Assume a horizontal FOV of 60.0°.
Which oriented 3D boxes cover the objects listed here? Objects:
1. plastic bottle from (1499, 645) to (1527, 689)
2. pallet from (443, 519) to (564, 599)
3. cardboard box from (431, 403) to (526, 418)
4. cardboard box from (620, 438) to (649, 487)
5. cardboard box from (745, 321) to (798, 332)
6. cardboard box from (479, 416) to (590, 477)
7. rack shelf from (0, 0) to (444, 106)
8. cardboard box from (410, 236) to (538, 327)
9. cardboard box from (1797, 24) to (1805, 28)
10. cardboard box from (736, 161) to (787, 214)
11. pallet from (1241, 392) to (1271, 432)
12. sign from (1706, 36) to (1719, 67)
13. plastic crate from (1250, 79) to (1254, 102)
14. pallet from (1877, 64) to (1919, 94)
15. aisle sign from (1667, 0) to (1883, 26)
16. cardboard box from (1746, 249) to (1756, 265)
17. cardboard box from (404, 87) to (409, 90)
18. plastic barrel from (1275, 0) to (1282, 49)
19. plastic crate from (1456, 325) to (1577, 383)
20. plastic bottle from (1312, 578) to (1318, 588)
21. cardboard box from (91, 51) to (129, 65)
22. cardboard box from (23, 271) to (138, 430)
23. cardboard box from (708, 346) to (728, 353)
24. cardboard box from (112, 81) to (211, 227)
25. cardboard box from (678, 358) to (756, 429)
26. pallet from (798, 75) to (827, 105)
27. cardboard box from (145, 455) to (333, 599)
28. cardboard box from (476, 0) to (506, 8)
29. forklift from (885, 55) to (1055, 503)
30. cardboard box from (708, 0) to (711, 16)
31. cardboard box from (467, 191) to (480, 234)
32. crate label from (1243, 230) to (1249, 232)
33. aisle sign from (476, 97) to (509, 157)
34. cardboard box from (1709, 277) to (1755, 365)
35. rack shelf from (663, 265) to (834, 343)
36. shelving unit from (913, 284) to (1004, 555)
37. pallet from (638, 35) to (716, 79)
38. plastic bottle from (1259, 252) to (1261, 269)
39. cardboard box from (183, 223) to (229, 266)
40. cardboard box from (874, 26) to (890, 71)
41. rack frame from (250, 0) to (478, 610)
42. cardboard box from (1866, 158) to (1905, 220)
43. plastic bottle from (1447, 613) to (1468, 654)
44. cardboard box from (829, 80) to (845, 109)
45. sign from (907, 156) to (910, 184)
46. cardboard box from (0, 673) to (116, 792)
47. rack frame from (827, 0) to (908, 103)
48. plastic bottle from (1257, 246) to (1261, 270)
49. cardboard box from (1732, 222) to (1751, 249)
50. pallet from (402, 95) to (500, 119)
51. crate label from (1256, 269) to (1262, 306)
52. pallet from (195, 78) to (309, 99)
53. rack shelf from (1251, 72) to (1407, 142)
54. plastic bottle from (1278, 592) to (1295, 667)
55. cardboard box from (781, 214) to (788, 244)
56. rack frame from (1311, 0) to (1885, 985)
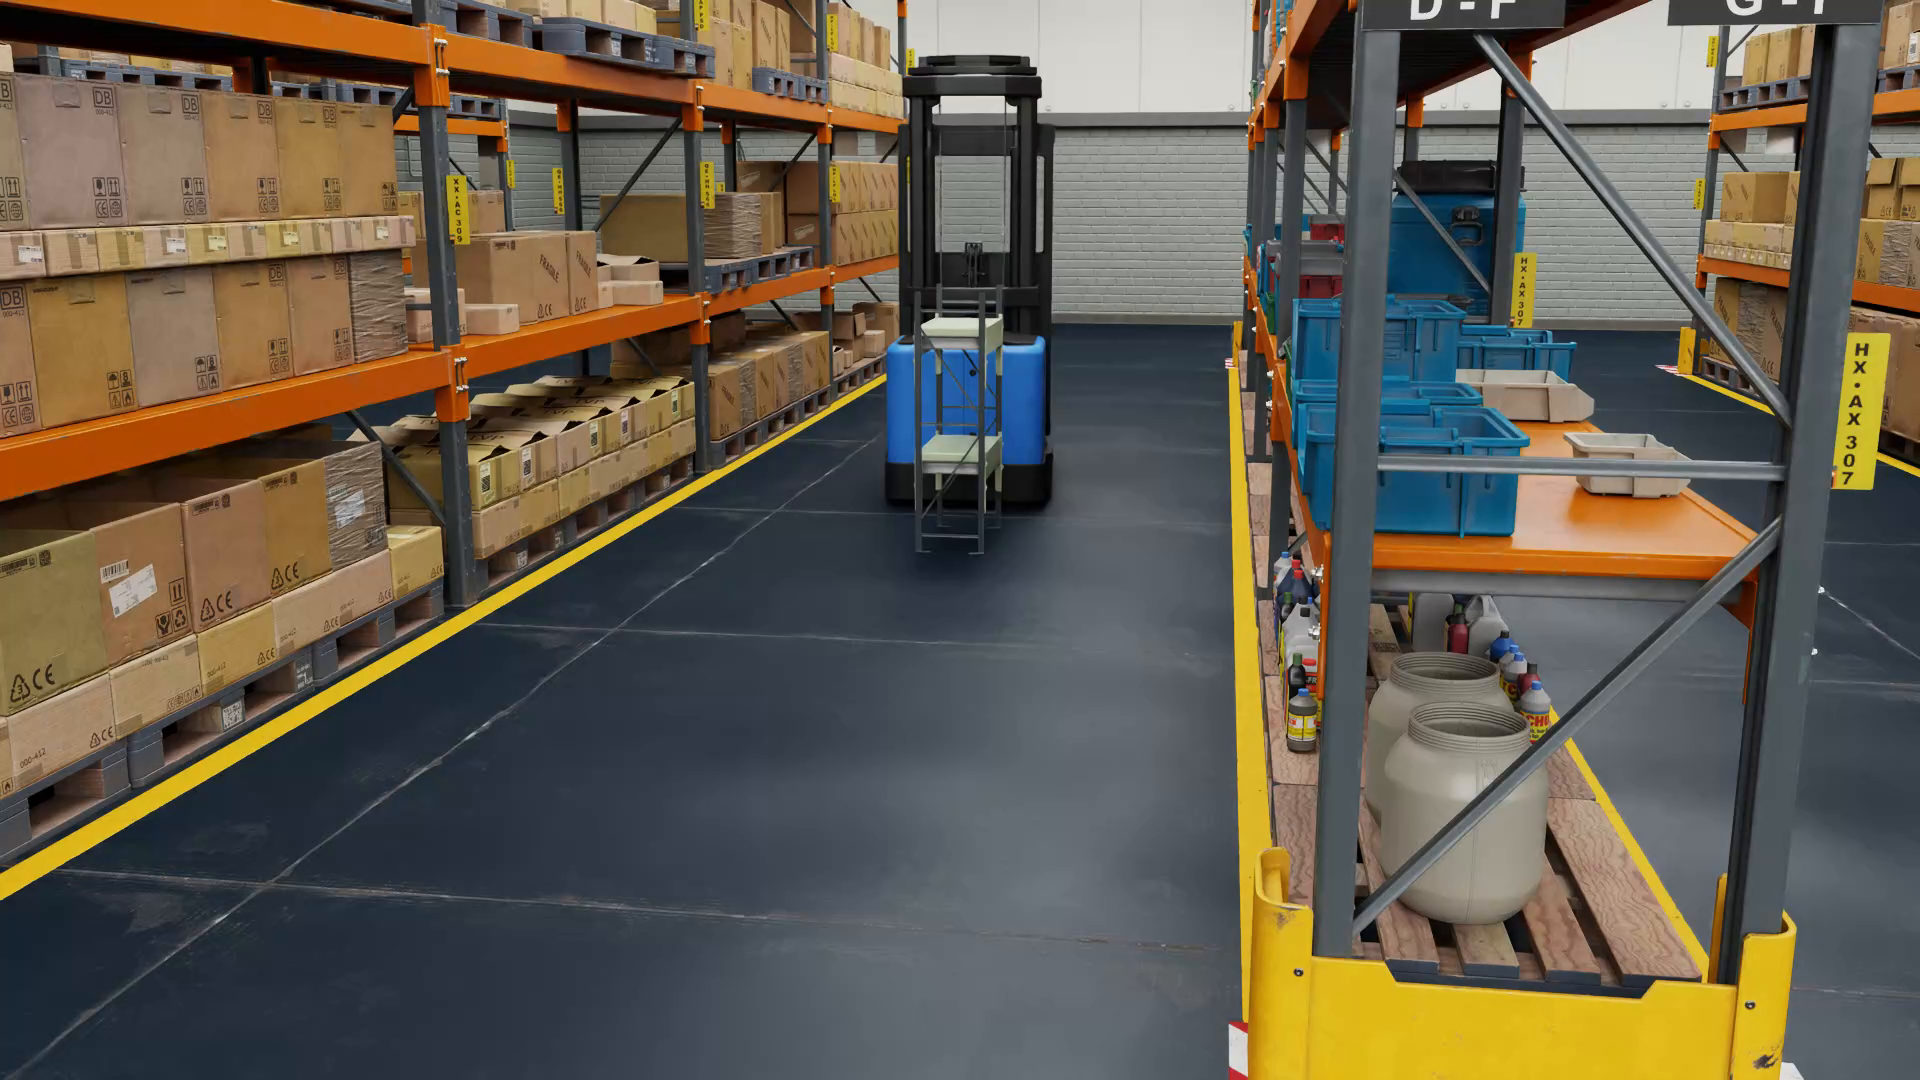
[{"bbox_3d":[1.971,0.510,5.941,0.097,0.271,0.097,0,12,0],"label":"plastic bottle"},{"bbox_3d":[-2.888,0.065,9.191,1.003,0.211,1.213,2,12,9],"label":"pallet"},{"bbox_3d":[-2.950,-0.689,10.270,0.500,0.311,0.500,2,12,8],"label":"cardboard box"},{"bbox_3d":[-2.344,-0.508,10.760,0.500,0.250,0.500,2,12,10],"label":"cardboard box"},{"bbox_3d":[-1.925,-1.930,16.717,0.500,0.500,0.500,2,12,9],"label":"cardboard box"},{"bbox_3d":[-2.493,-0.569,9.711,0.500,0.311,0.500,1,12,7],"label":"cardboard box"},{"bbox_3d":[-3.270,-1.842,6.007,1.077,0.370,4.000,2,12,9],"label":"rack shelf"},{"bbox_3d":[-2.748,-1.461,9.417,0.500,0.500,0.500,3,12,13],"label":"cardboard box"},{"bbox_3d":[8.350,-5.036,15.868,0.500,0.250,0.500,1,12,7],"label":"cardboard box"},{"bbox_3d":[-1.910,-3.460,16.318,0.500,0.500,0.500,2,12,9],"label":"cardboard box"},{"bbox_3d":[3.002,-1.125,14.713,1.003,0.211,1.213,2,12,9],"label":"pallet"},{"bbox_3d":[8.123,-5.271,17.951,0.100,0.325,0.005,2,12,9],"label":"sign"},{"bbox_3d":[3.270,-4.607,17.279,0.504,0.338,0.767,2,12,9],"label":"plastic crate"},{"bbox_3d":[7.963,-3.667,13.225,0.805,0.209,1.217,1,12,6],"label":"pallet"},{"bbox_3d":[1.594,-1.396,3.180,0.394,0.787,0.004,2,12,9],"label":"aisle sign"},{"bbox_3d":[8.055,-2.814,16.525,0.380,0.149,0.250,2,12,7],"label":"cardboard box"},{"bbox_3d":[-6.097,-4.964,17.908,0.500,0.250,0.500,2,12,7],"label":"cardboard box"},{"bbox_3d":[1.996,-3.079,8.850,0.600,0.901,0.708,2,12,9],"label":"plastic barrel"},{"bbox_3d":[2.029,-0.670,6.337,0.499,0.251,0.616,2,12,9],"label":"plastic crate"},{"bbox_3d":[1.532,0.254,7.097,0.061,0.283,0.133,2,12,9],"label":"plastic bottle"},{"bbox_3d":[-7.196,-4.081,13.408,0.700,0.500,0.500,1,12,6],"label":"cardboard box"},{"bbox_3d":[-3.335,-0.669,5.741,0.700,0.500,0.500,2,12,9],"label":"cardboard box"},{"bbox_3d":[-2.281,-1.389,14.207,0.500,0.500,0.500,1,12,7],"label":"cardboard box"},{"bbox_3d":[-3.256,-1.421,6.148,0.700,0.500,0.500,2,12,9],"label":"cardboard box"},{"bbox_3d":[-1.920,-1.164,13.164,0.500,0.500,0.500,1,12,7],"label":"cardboard box"},{"bbox_3d":[-1.902,-4.050,14.991,1.213,0.211,1.003,2,12,9],"label":"pallet"},{"bbox_3d":[-2.980,-0.060,6.900,0.500,0.500,0.500,2,12,9],"label":"cardboard box"},{"bbox_3d":[-2.777,-2.984,8.960,0.500,0.250,0.500,1,12,3],"label":"cardboard box"},{"bbox_3d":[0.127,-1.939,12.033,1.130,2.935,3.031,1,12,4],"label":"forklift"},{"bbox_3d":[-2.196,-4.177,12.524,0.500,0.500,0.500,2,12,9],"label":"cardboard box"},{"bbox_3d":[-6.182,-3.690,19.282,0.980,0.700,0.700,2,12,8],"label":"cardboard box"},{"bbox_3d":[3.413,-3.387,18.845,0.416,0.233,0.303,2,12,9],"label":"crate label"},{"bbox_3d":[-5.705,-5.077,20.262,0.394,0.787,0.004,2,12,9],"label":"aisle sign"},{"bbox_3d":[8.651,-2.351,17.827,0.875,0.875,0.875,2,12,9],"label":"cardboard box"},{"bbox_3d":[-2.040,-2.041,14.051,1.077,0.370,4.000,2,12,9],"label":"rack shelf"},{"bbox_3d":[-0.001,-0.732,9.829,0.431,1.500,0.755,2,12,9],"label":"shelving unit"},{"bbox_3d":[-2.364,-3.206,11.078,1.213,0.211,1.003,2,12,11],"label":"pallet"},{"bbox_3d":[2.536,-2.262,13.664,0.152,0.276,0.135,2,12,9],"label":"plastic bottle"},{"bbox_3d":[-3.028,-1.126,6.323,0.380,0.149,0.250,2,12,11],"label":"cardboard box"},{"bbox_3d":[-1.180,-5.538,18.840,0.700,0.500,0.500,2,12,9],"label":"cardboard box"},{"bbox_3d":[-2.963,-1.144,8.180,1.000,3.000,0.127,2,12,9],"label":"rack frame"},{"bbox_3d":[7.965,-2.893,13.680,0.797,0.503,0.637,2,12,7],"label":"cardboard box"},{"bbox_3d":[1.903,0.411,6.367,0.061,0.283,0.133,2,12,9],"label":"plastic bottle"},{"bbox_3d":[-1.413,-4.295,16.039,0.500,0.250,0.500,2,12,9],"label":"cardboard box"},{"bbox_3d":[-0.572,-4.340,19.513,0.100,0.325,0.005,2,12,9],"label":"sign"},{"bbox_3d":[-3.202,0.619,5.529,0.500,0.250,0.500,2,12,9],"label":"cardboard box"},{"bbox_3d":[-1.117,-6.574,19.139,1.000,3.000,0.127,2,12,9],"label":"rack frame"},{"bbox_3d":[2.658,-2.427,14.428,0.152,0.276,0.135,2,12,9],"label":"plastic bottle"},{"bbox_3d":[8.176,-3.088,16.851,0.500,0.250,0.500,1,12,7],"label":"cardboard box"},{"bbox_3d":[-6.116,-5.070,19.487,1.003,0.211,1.213,2,12,9],"label":"pallet"},{"bbox_3d":[2.111,-1.658,10.962,0.303,0.233,0.416,2,12,9],"label":"crate label"},{"bbox_3d":[-6.720,-4.149,15.459,0.805,0.209,1.217,1,12,6],"label":"pallet"},{"bbox_3d":[2.854,-3.346,12.987,1.077,0.370,4.000,2,12,9],"label":"rack shelf"},{"bbox_3d":[1.301,0.357,6.618,0.061,0.283,0.133,2,12,11],"label":"plastic bottle"},{"bbox_3d":[-1.909,-2.970,16.418,0.500,0.500,0.500,2,12,10],"label":"cardboard box"},{"bbox_3d":[1.316,-0.150,3.568,1.000,3.000,0.127,2,12,9],"label":"rack frame"}]
